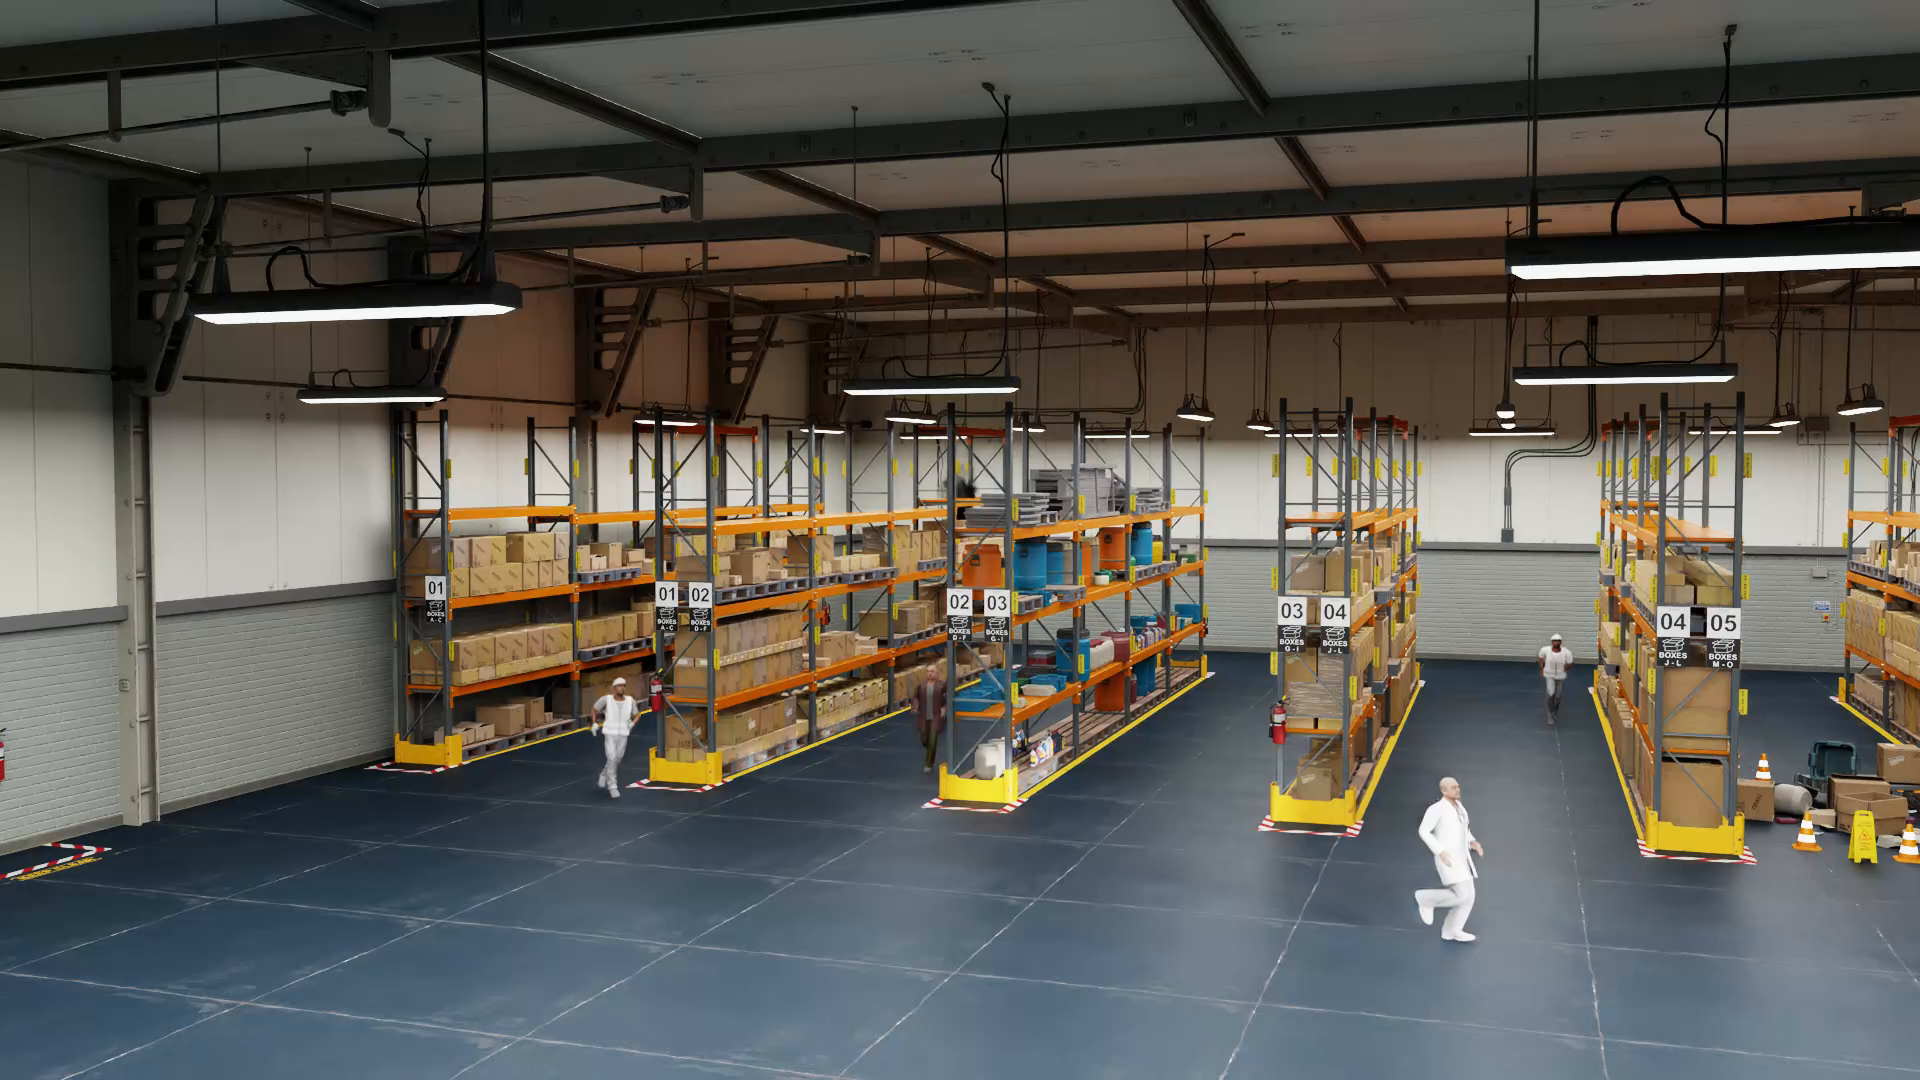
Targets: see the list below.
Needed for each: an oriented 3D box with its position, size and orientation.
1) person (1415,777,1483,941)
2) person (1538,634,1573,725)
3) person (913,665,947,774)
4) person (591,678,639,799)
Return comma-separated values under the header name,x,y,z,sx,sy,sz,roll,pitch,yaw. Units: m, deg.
name,x,y,z,sx,sy,sz,roll,pitch,yaw
person,5.207,3.388,17.701,0.724,1.730,0.630,-2,3,-41
person,11.732,2.733,32.733,0.606,1.801,0.839,0,2,9
person,-0.455,2.959,27.603,0.710,1.736,0.851,1,3,14
person,-5.273,3.011,25.589,0.724,1.765,0.913,-1,3,-30
